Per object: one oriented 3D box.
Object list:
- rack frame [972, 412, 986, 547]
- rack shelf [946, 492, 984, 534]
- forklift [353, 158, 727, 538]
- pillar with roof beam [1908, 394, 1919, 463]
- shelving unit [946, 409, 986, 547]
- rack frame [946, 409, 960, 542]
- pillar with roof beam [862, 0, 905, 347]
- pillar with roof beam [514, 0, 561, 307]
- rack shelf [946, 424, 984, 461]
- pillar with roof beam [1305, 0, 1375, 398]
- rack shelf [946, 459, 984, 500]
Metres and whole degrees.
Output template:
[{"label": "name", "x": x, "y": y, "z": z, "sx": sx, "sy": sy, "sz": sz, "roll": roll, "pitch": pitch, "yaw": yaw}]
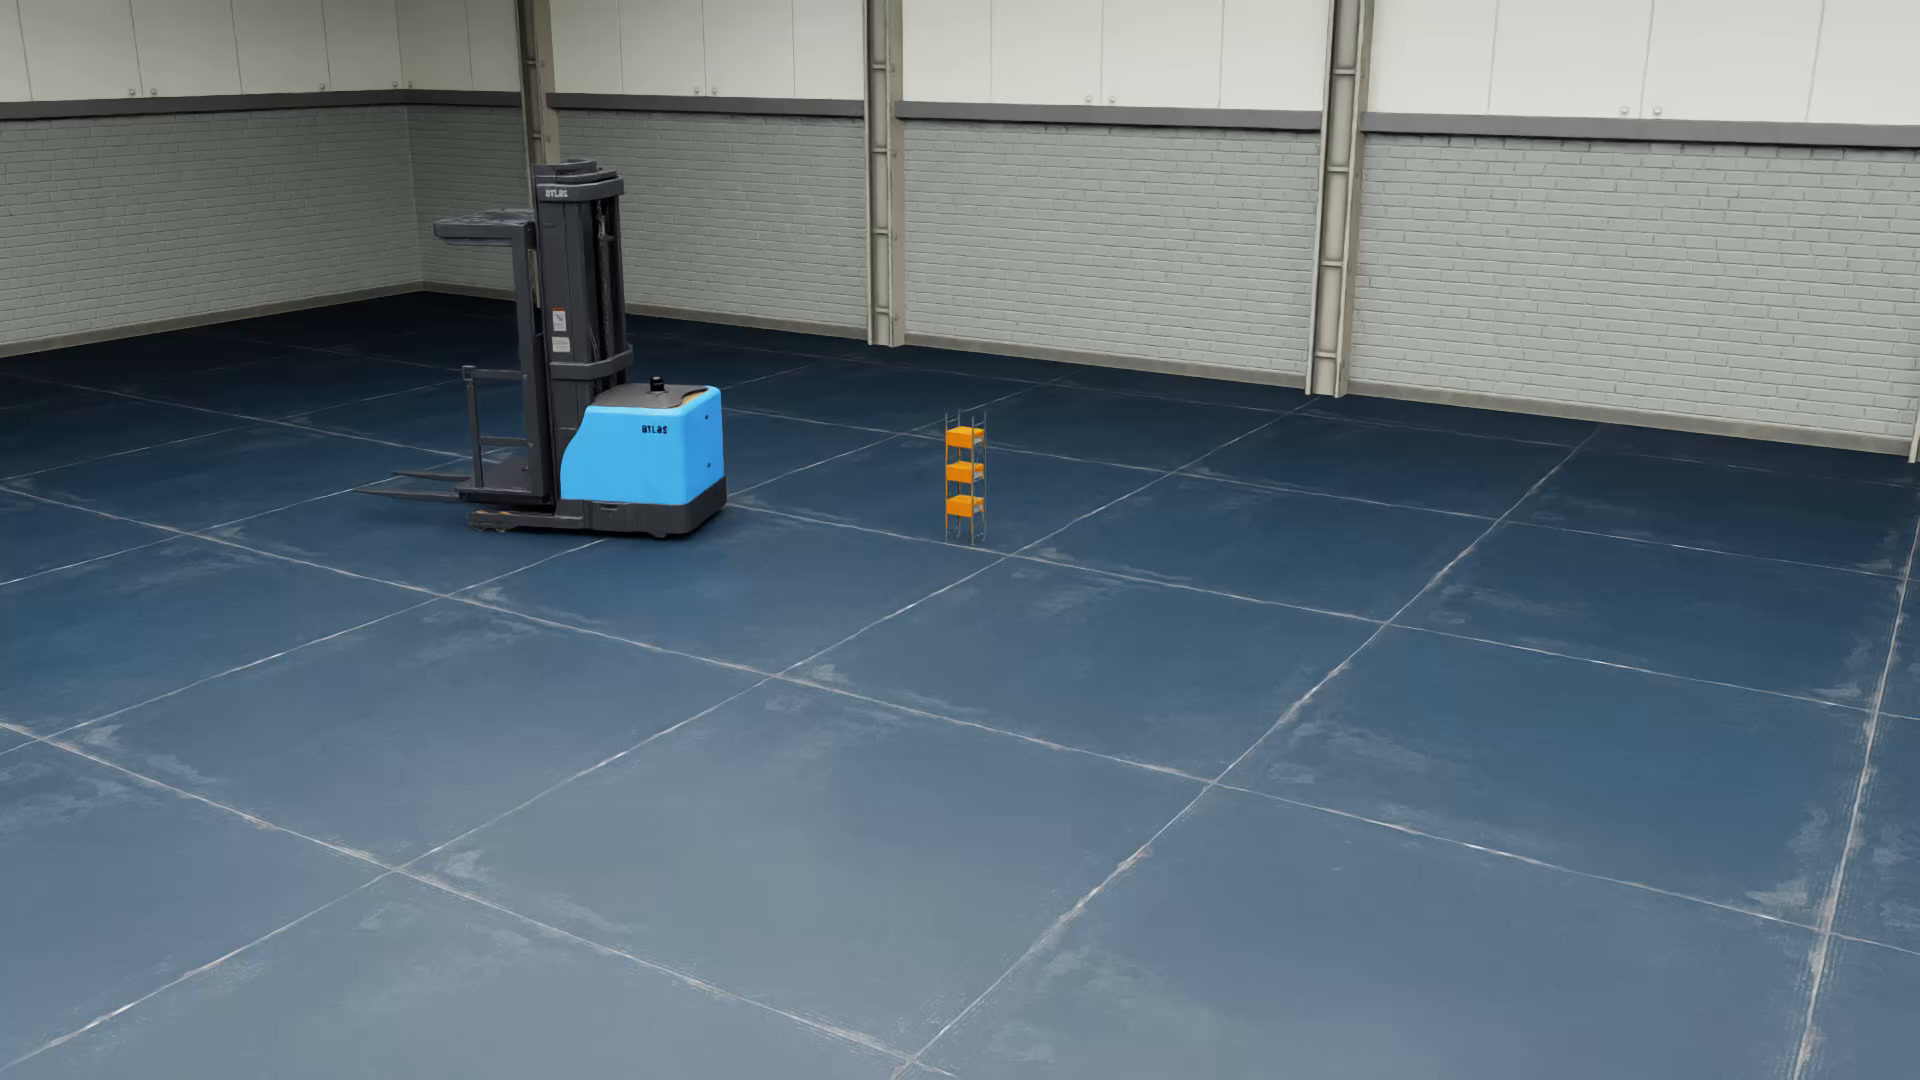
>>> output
[{"label": "rack frame", "x": 0.150, "y": -0.476, "z": 13.141, "sx": 0.008, "sy": 1.050, "sz": 0.200, "roll": 10, "pitch": 20, "yaw": 30}, {"label": "rack shelf", "x": 0.046, "y": -0.218, "z": 13.286, "sx": 0.240, "sy": 0.259, "sz": 0.215, "roll": 10, "pitch": 20, "yaw": 30}, {"label": "forklift", "x": -3.557, "y": -1.614, "z": 13.650, "sx": 3.031, "sy": 2.935, "sz": 1.130, "roll": 3, "pitch": 17, "yaw": 11}, {"label": "pillar with roof beam", "x": 7.011, "y": -3.986, "z": 11.019, "sx": 0.400, "sy": 9.000, "sz": 9.100, "roll": 10, "pitch": 20, "yaw": 30}, {"label": "shelving unit", "x": 0.046, "y": -0.494, "z": 13.202, "sx": 0.252, "sy": 1.050, "sz": 0.215, "roll": 10, "pitch": 20, "yaw": 30}, {"label": "rack frame", "x": -0.058, "y": -0.513, "z": 13.263, "sx": 0.008, "sy": 1.050, "sz": 0.200, "roll": 10, "pitch": 20, "yaw": 30}, {"label": "pillar with roof beam", "x": -3.215, "y": -5.811, "z": 17.028, "sx": 0.400, "sy": 9.000, "sz": 9.100, "roll": 10, "pitch": 20, "yaw": 30}, {"label": "pillar with roof beam", "x": -8.327, "y": -6.724, "z": 20.033, "sx": 0.400, "sy": 9.000, "sz": 9.100, "roll": 10, "pitch": 20, "yaw": 30}, {"label": "rack shelf", "x": 0.046, "y": -0.756, "z": 13.122, "sx": 0.240, "sy": 0.259, "sz": 0.215, "roll": 10, "pitch": 20, "yaw": 30}, {"label": "pillar with roof beam", "x": 1.898, "y": -4.898, "z": 14.024, "sx": 0.400, "sy": 9.000, "sz": 9.100, "roll": 10, "pitch": 20, "yaw": 30}, {"label": "rack shelf", "x": 0.046, "y": -0.484, "z": 13.205, "sx": 0.240, "sy": 0.259, "sz": 0.215, "roll": 10, "pitch": 20, "yaw": 30}]
